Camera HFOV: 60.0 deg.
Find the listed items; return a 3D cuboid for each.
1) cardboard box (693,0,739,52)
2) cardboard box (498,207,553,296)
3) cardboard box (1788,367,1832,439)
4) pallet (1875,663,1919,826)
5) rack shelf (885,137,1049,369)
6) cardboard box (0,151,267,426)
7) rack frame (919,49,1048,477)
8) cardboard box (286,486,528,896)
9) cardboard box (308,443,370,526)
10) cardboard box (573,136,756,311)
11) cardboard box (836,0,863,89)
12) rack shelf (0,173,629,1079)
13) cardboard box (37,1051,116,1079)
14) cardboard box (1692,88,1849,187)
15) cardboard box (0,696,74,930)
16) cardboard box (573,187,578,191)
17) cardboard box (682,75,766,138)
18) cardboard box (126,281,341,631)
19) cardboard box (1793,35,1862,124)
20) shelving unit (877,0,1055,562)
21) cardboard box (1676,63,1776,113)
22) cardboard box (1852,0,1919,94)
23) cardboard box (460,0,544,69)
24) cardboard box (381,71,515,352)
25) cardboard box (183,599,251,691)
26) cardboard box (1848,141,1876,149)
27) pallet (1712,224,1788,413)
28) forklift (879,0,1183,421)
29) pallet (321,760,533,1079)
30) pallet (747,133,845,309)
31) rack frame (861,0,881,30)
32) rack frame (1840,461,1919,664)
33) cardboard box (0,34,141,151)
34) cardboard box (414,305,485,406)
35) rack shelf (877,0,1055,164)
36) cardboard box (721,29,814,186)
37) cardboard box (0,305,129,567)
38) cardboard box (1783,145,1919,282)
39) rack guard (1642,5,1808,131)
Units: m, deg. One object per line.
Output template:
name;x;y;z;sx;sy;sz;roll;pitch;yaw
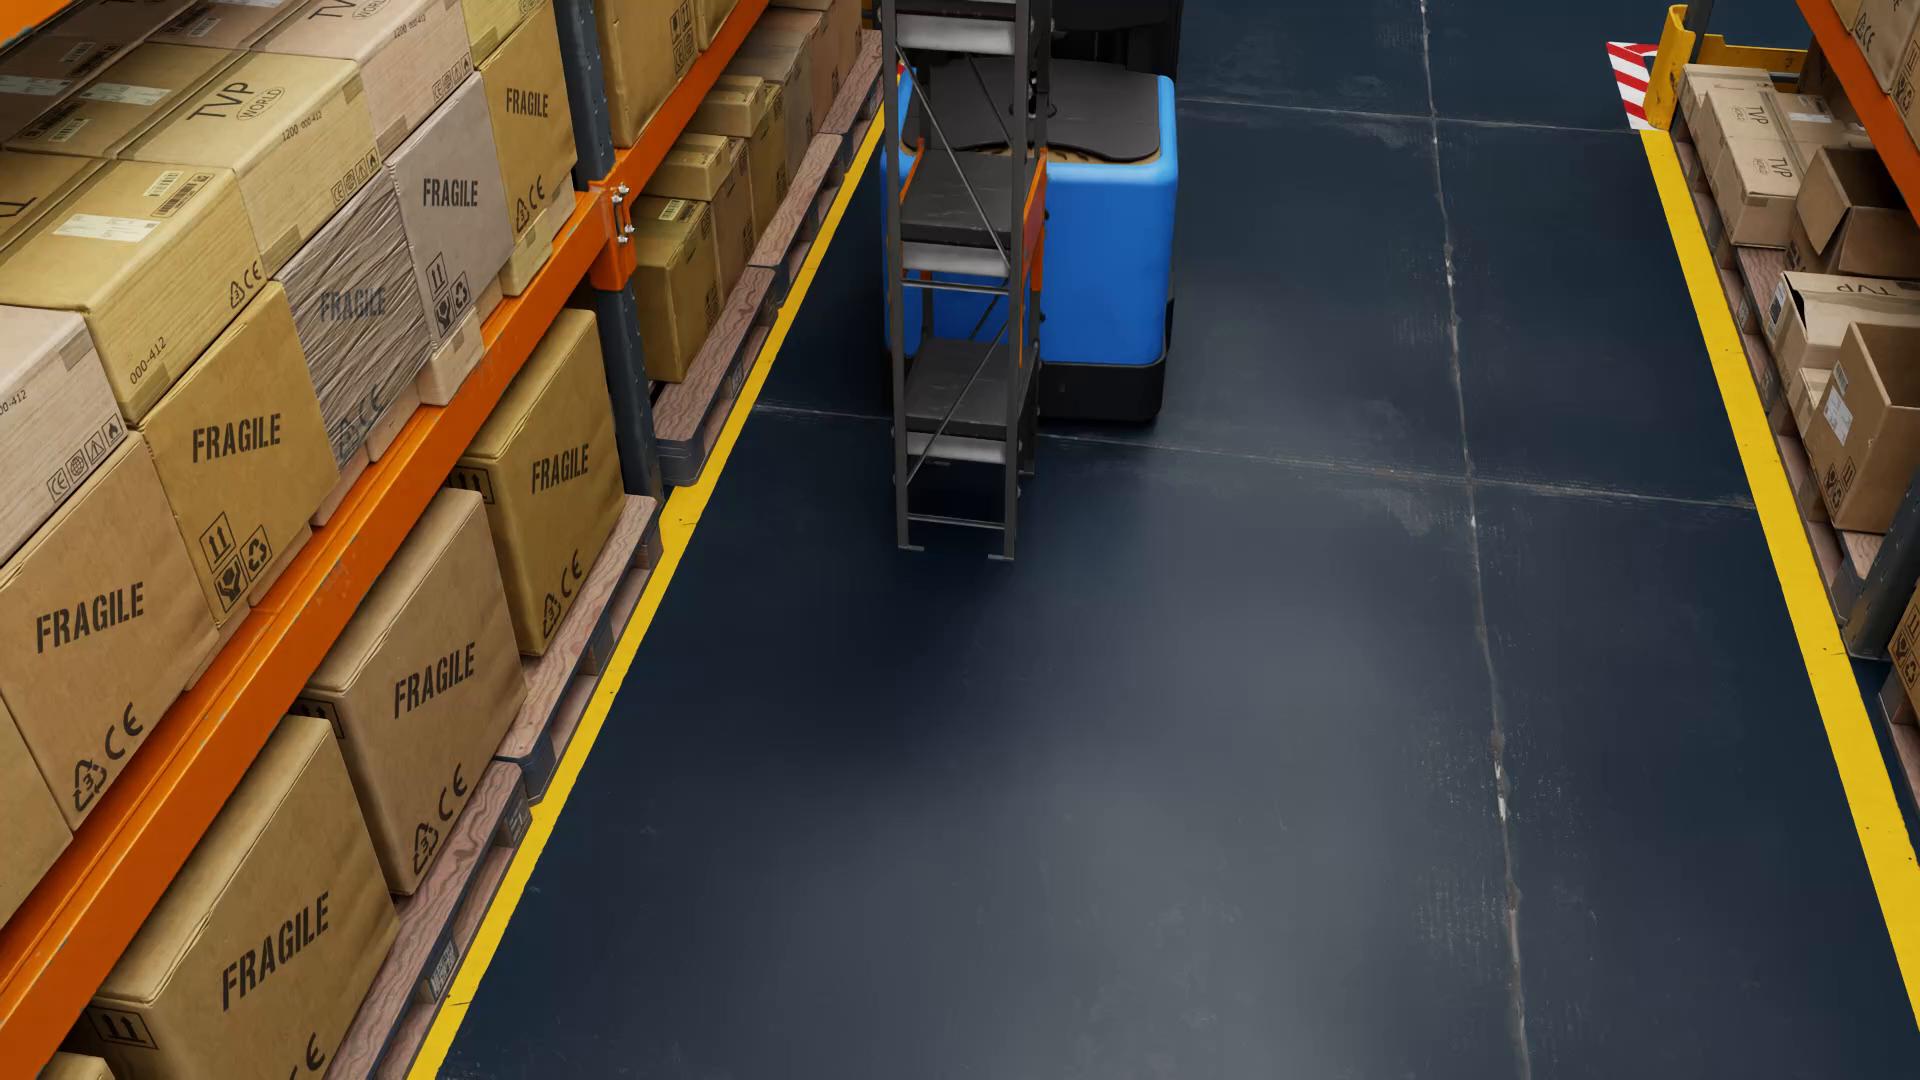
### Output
cardboard box;-1.307;-2.216;5.841;0.980;0.700;0.700;5;40;7
cardboard box;-1.349;-0.811;4.558;0.380;0.149;0.250;7;40;8
cardboard box;3.156;-0.462;5.847;0.380;0.149;0.250;6;40;8
pallet;3.227;0.829;4.582;1.003;0.211;1.213;6;40;8
rack shelf;0.029;-0.903;5.215;0.431;0.518;0.480;6;40;8
cardboard box;-1.652;-0.473;3.052;0.500;0.250;0.500;6;40;7
rack frame;0.071;-1.066;5.392;0.400;2.100;0.015;6;40;8
cardboard box;-1.684;0.343;4.339;0.750;0.750;0.750;8;40;9
cardboard box;-1.592;-0.179;3.794;0.380;0.149;0.250;5;40;6
cardboard box;-1.228;-1.276;6.571;0.700;0.500;0.500;6;40;7
cardboard box;-0.879;-2.563;8.128;0.700;0.500;0.500;6;40;8
rack shelf;-1.895;0.228;3.685;1.077;0.370;4.000;6;40;8
cardboard box;-1.985;1.426;3.029;0.750;0.750;0.750;6;40;7
cardboard box;3.563;-1.757;7.334;0.500;0.250;0.500;6;40;8
cardboard box;-1.805;0.441;2.535;0.500;0.500;0.500;8;40;9
cardboard box;-1.539;-1.142;5.900;0.380;0.149;0.250;6;40;7
cardboard box;-0.989;-1.733;6.615;0.380;0.149;0.250;5;40;6
cardboard box;-1.636;-0.198;3.308;0.500;0.500;0.500;7;40;9
cardboard box;4.171;-2.109;7.563;0.500;0.500;0.500;6;40;8
shelving unit;0.029;-0.913;5.207;0.431;2.100;0.503;6;40;8
cardboard box;3.612;-2.117;7.848;0.380;0.149;0.250;6;40;8
cardboard box;3.339;-1.787;5.479;0.500;0.500;0.500;7;40;9
cardboard box;-1.378;-1.433;4.213;0.500;0.250;0.500;7;40;9
cardboard box;-1.459;-0.827;4.068;0.500;0.500;0.500;7;40;8
cardboard box;-1.701;0.150;3.396;0.380;0.149;0.250;7;40;8
cardboard box;3.977;-1.419;6.925;0.500;0.250;0.500;6;40;8
pallet;3.659;-0.885;6.654;1.003;0.211;1.213;6;40;8
forklift;0.340;-2.497;6.470;1.130;2.935;3.031;3;40;3
pallet;-1.817;1.031;4.338;1.003;0.211;1.213;6;40;8
pallet;-1.131;-1.466;7.358;1.003;0.211;1.213;6;40;8
rack frame;-0.857;-3.815;8.010;1.000;3.000;0.127;6;40;8
rack frame;3.331;-0.761;4.316;1.000;3.000;0.127;6;40;8
cardboard box;-2.051;-0.850;3.508;0.500;0.250;0.500;5;40;6
cardboard box;-1.426;-0.481;4.159;0.380;0.149;0.250;6;40;8
rack shelf;0.029;-1.442;4.769;0.431;0.518;0.480;6;40;8
cardboard box;-1.052;-1.933;7.366;0.700;0.500;0.500;5;40;6
cardboard box;-1.734;-0.152;2.664;0.500;0.250;0.500;7;40;8
cardboard box;3.651;-1.148;6.398;0.797;0.503;0.637;6;40;8
rack guard;4.010;-2.260;8.091;1.175;0.500;0.348;6;40;8
